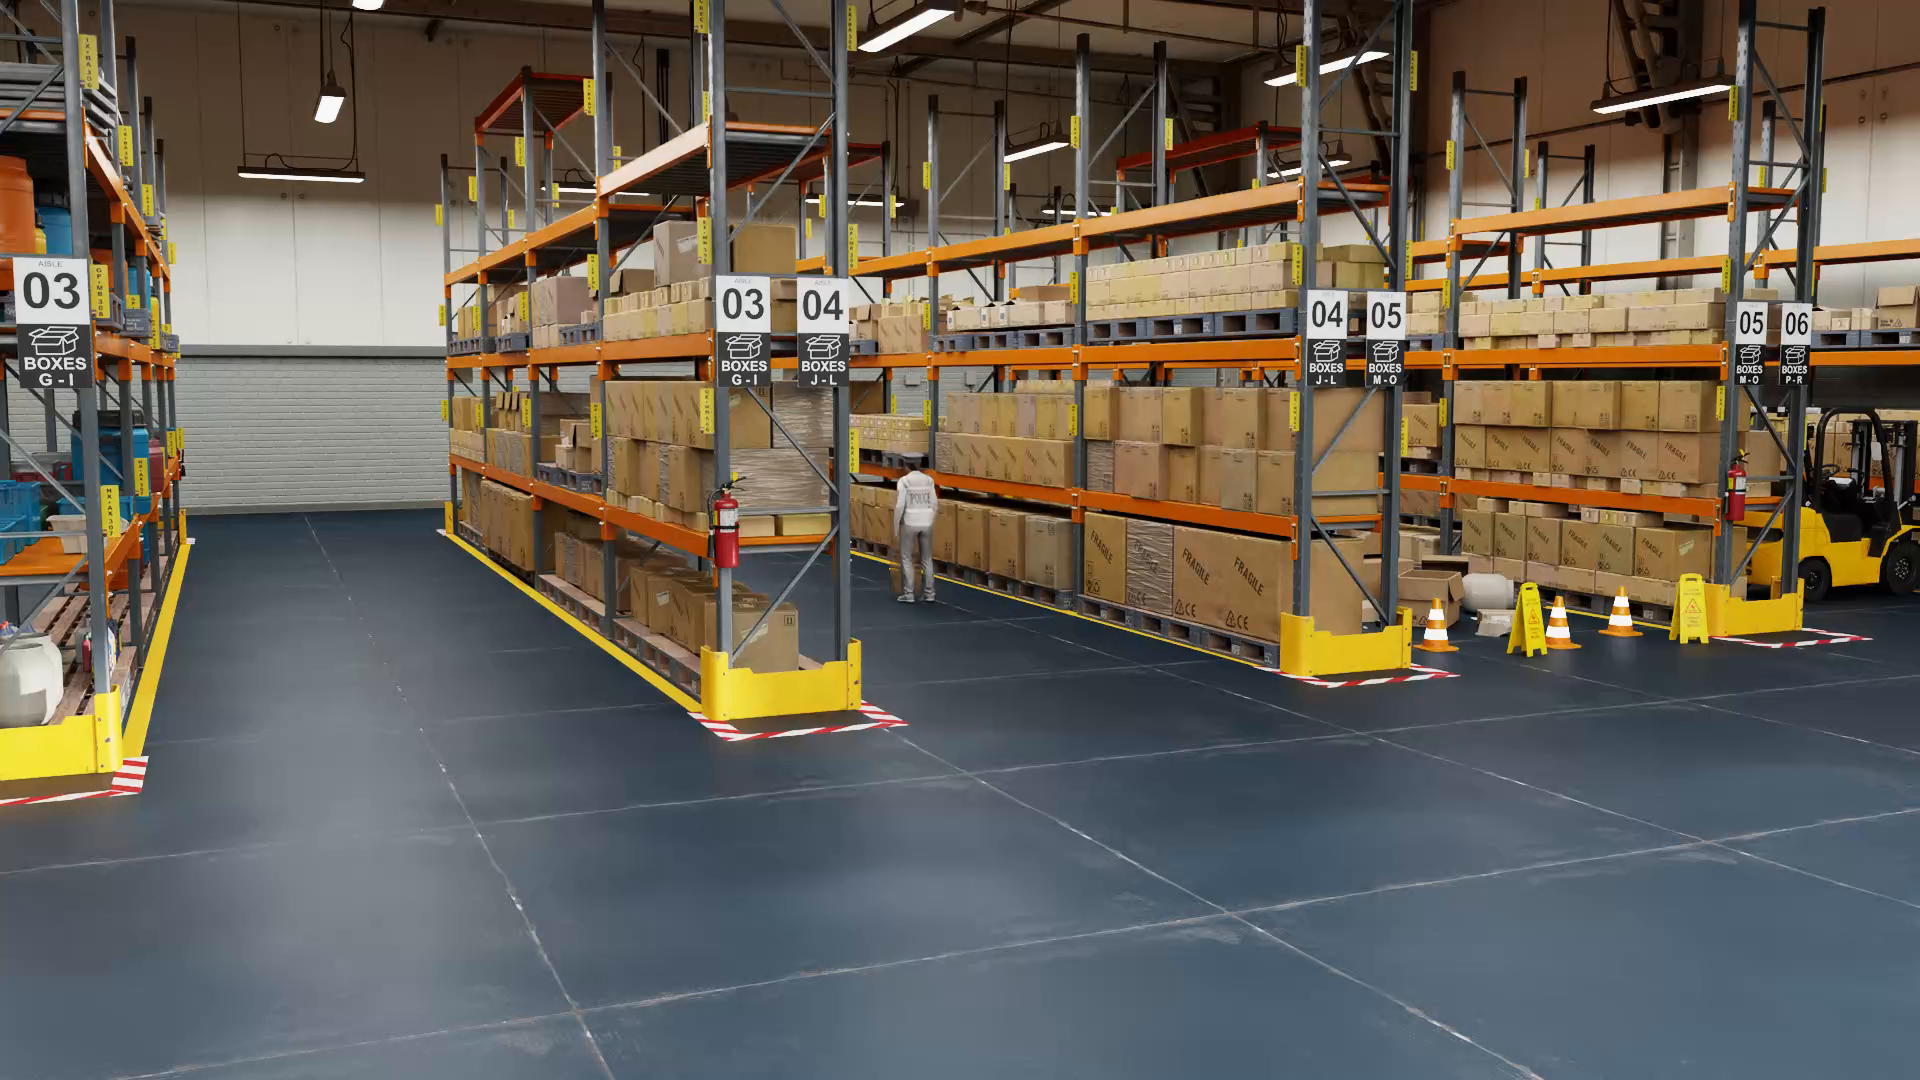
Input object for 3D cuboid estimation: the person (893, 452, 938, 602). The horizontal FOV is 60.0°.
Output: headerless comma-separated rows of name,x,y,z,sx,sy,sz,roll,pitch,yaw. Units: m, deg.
person,-0.492,-0.140,18.427,0.513,1.665,0.360,-3,6,-26
